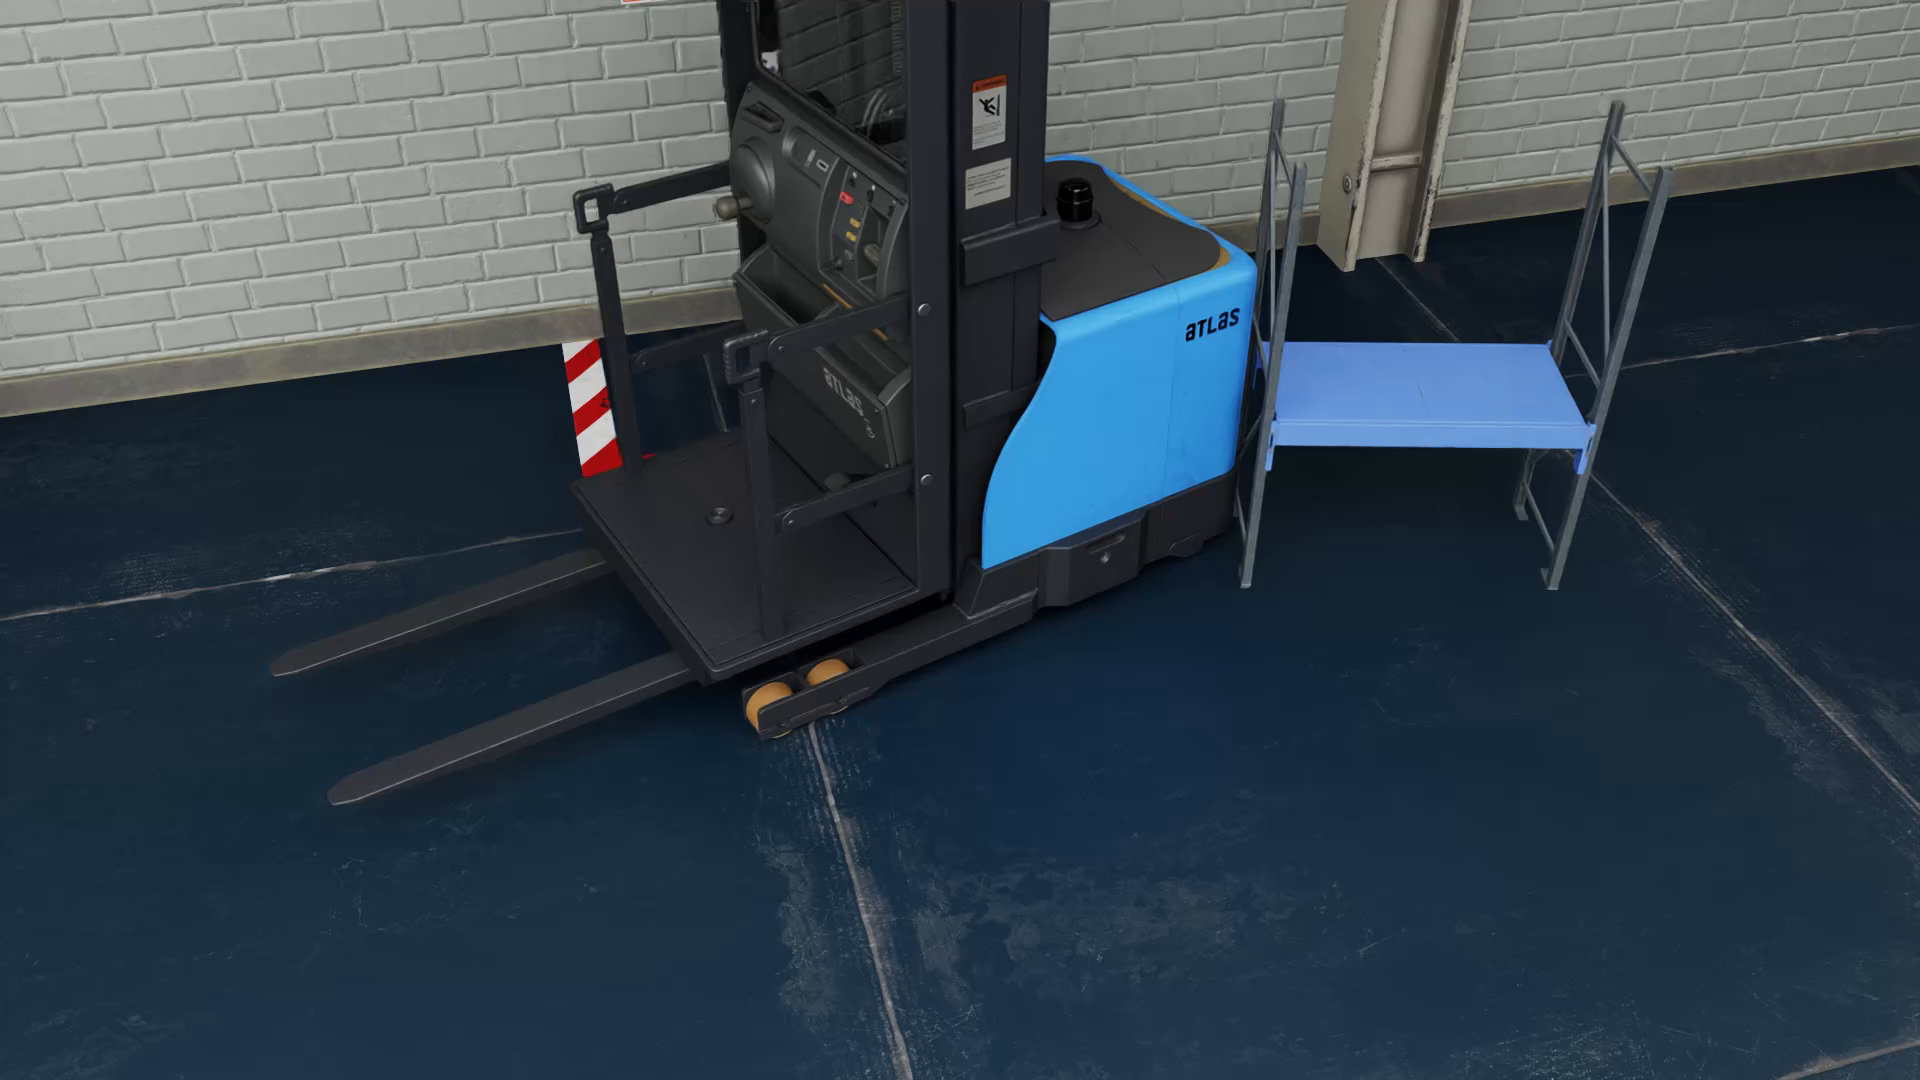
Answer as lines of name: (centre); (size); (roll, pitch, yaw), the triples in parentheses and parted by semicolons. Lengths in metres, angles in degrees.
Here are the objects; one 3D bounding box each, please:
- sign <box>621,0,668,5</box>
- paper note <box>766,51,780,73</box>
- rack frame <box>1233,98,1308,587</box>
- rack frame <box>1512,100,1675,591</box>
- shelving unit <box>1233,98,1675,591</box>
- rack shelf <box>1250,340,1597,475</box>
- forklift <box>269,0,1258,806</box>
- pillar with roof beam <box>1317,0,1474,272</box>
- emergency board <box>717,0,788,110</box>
sign: (-1.126, -2.106, 6.005); (0.234, 0.329, 0.001); (-9, 38, -12)
paper note: (-0.755, -1.782, 6.335); (0.142, 0.148, 0.016); (-9, 38, -12)
rack frame: (0.960, -0.591, 5.288); (0.032, 1.500, 0.500); (1, 37, 1)
rack frame: (1.976, -0.578, 5.271); (0.032, 1.500, 0.500); (1, 37, 1)
shelving unit: (1.468, -0.585, 5.280); (1.048, 1.500, 0.538); (1, 37, 1)
rack shelf: (1.468, -0.442, 5.389); (1.000, 0.185, 0.538); (1, 37, 1)
forklift: (-0.582, -0.940, 4.566); (3.031, 2.935, 1.130); (-21, 42, -25)
pillar with roof beam: (2.952, -2.346, 1.410); (0.400, 9.000, 9.100); (-9, 38, -12)
emergency board: (-0.566, -2.119, 6.051); (0.643, 1.169, 0.194); (-9, 38, -12)
